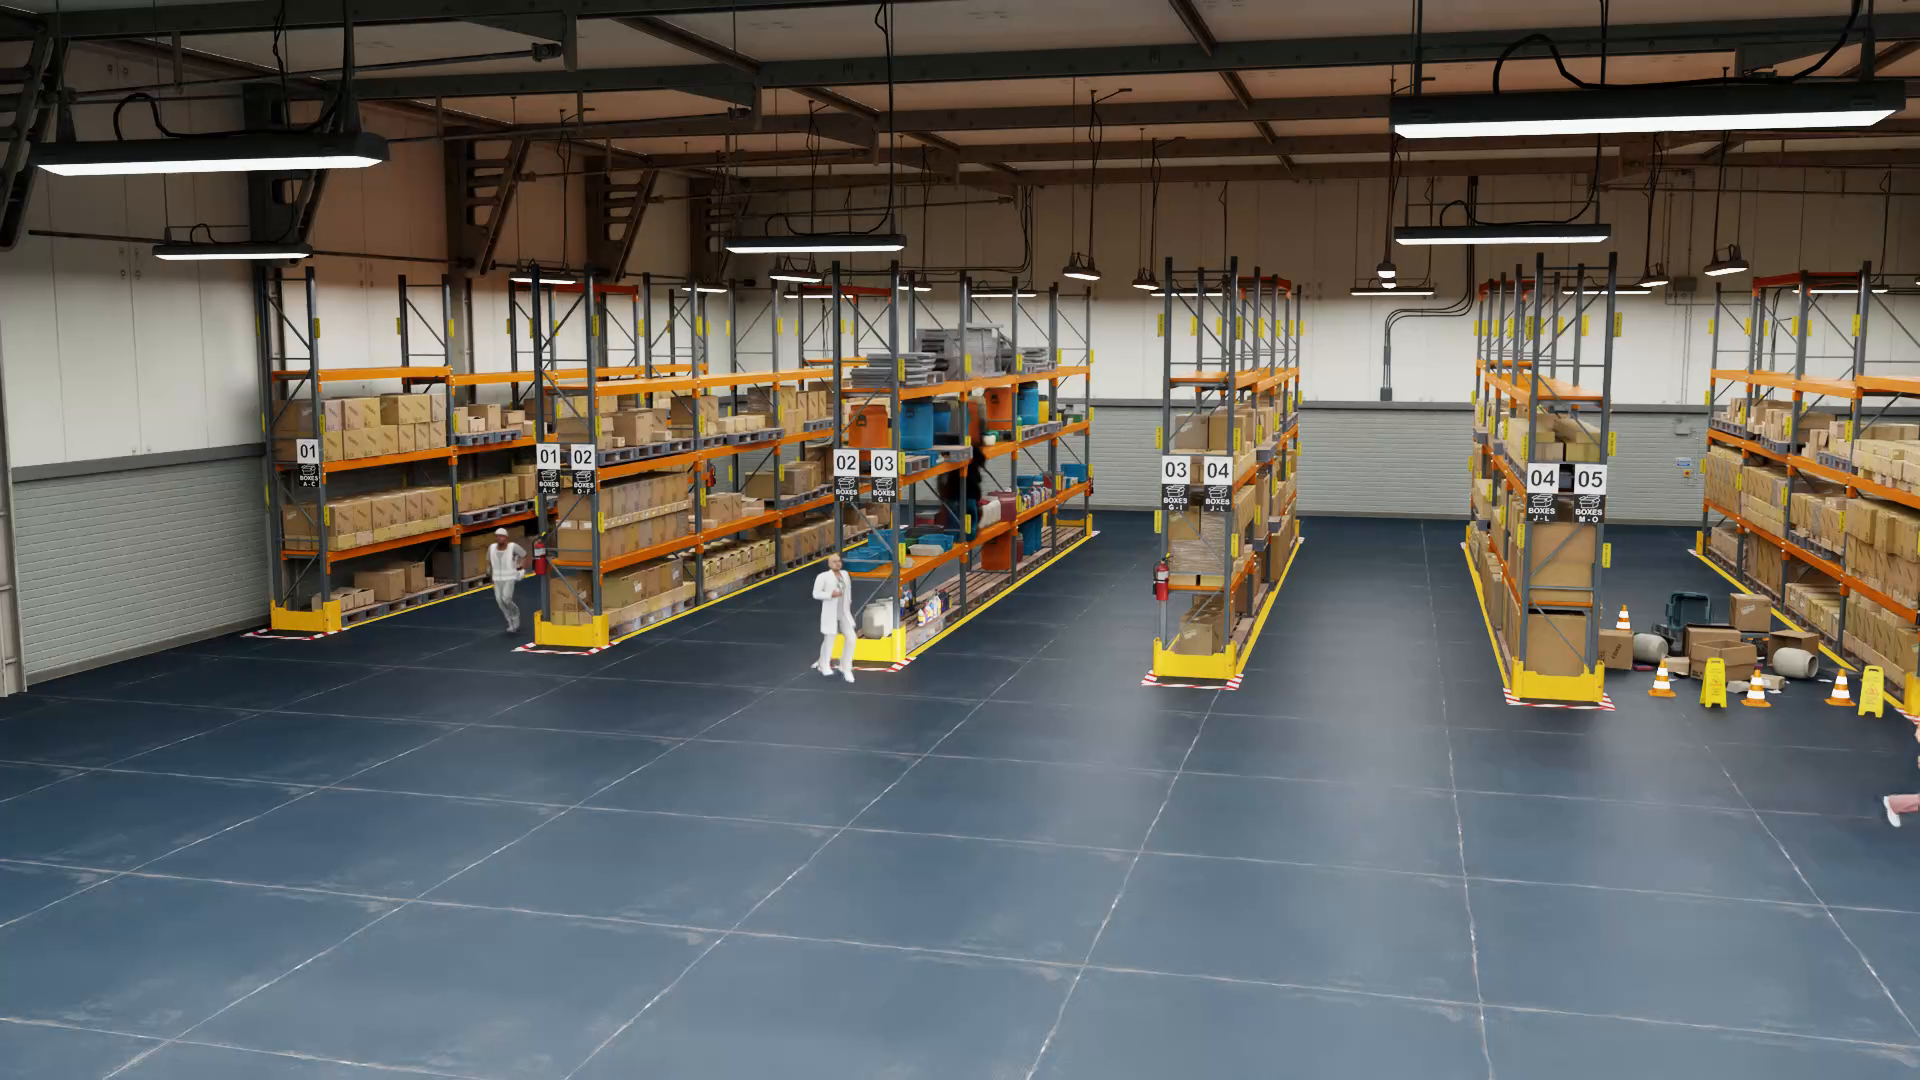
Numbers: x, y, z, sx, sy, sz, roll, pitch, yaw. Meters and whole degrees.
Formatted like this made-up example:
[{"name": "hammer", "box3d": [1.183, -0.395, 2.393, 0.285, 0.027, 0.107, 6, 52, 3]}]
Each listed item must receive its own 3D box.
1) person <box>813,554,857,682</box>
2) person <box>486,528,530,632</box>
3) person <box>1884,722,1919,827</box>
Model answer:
[{"name": "person", "box3d": [-1.782, 1.124, 23.778, 0.705, 1.853, 0.750, -4, 8, -30]}, {"name": "person", "box3d": [-7.494, 0.666, 27.343, 0.682, 1.734, 0.630, 2, 7, 12]}, {"name": "person", "box3d": [9.420, 2.168, 16.113, 0.604, 1.650, 0.788, -5, 9, -37]}]
